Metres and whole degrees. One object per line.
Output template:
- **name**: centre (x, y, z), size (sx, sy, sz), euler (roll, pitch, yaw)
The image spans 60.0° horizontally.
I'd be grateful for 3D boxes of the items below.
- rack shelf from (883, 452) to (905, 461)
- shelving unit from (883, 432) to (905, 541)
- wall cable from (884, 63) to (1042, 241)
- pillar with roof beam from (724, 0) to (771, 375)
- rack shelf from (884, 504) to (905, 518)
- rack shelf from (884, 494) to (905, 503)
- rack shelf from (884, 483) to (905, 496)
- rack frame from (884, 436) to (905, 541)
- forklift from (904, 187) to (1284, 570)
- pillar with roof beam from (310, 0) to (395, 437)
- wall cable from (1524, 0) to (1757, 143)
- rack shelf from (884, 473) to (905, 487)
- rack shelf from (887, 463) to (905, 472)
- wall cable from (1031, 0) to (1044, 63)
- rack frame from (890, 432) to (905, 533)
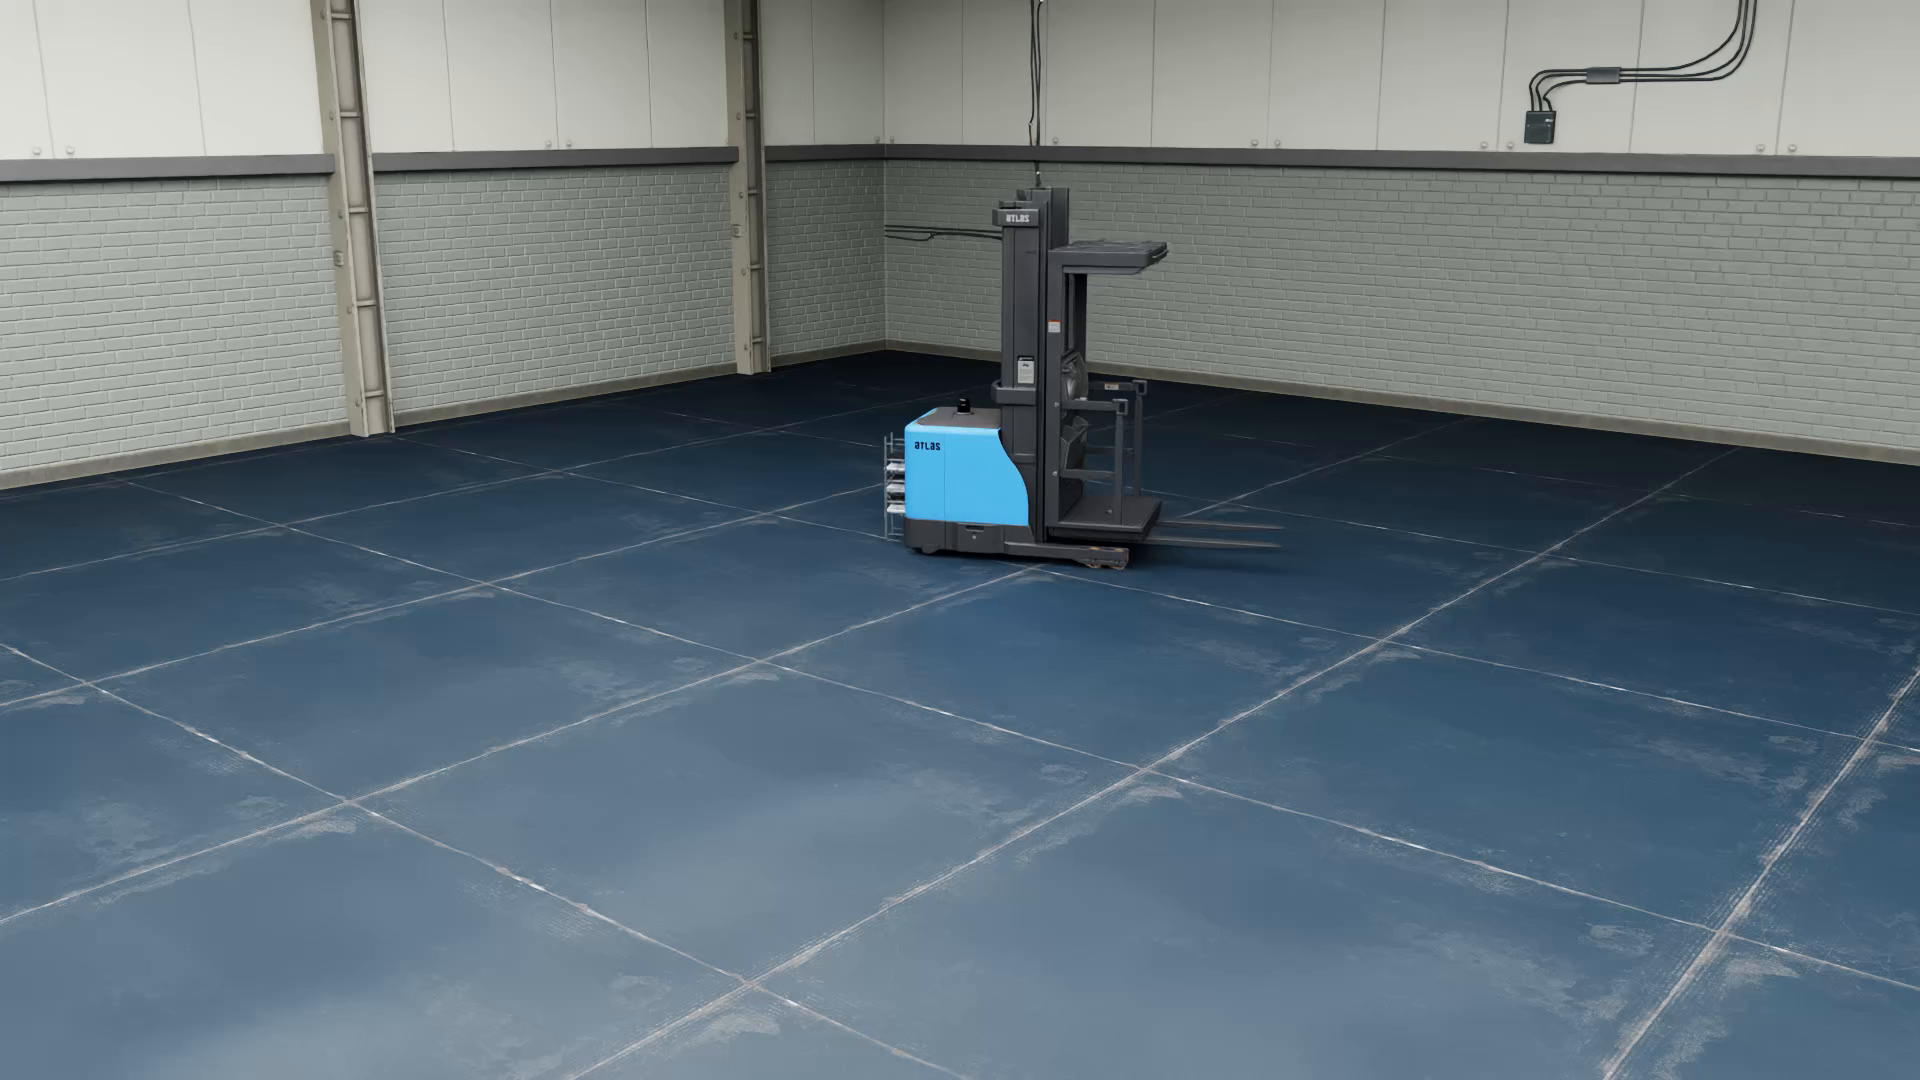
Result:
- **rack shelf**: centre (-0.494, -0.677, 13.998), size (0.258, 0.077, 0.200), euler (3, 15, 12)
- **shelving unit**: centre (-0.494, -0.447, 14.056), size (0.258, 0.900, 0.210), euler (3, 15, 12)
- **wall cable**: centre (-0.031, -5.583, 24.129), size (3.097, 2.526, 0.112), euler (11, 18, 38)
- **pillar with roof beam**: centre (0.437, -6.062, 19.709), size (9.100, 9.000, 0.400), euler (11, 18, 38)
- **rack shelf**: centre (-0.494, -0.241, 14.109), size (0.258, 0.077, 0.200), euler (3, 15, 12)
- **rack shelf**: centre (-0.494, -0.328, 14.087), size (0.258, 0.077, 0.200), euler (3, 15, 12)
- **rack shelf**: centre (-0.494, -0.415, 14.065), size (0.258, 0.077, 0.200), euler (3, 15, 12)
- **rack frame**: centre (-0.516, -0.423, 13.960), size (0.240, 0.900, 0.006), euler (3, 15, 12)
- **forklift**: centre (1.112, -1.328, 13.396), size (3.031, 2.935, 1.130), euler (4, 15, 14)
- **pillar with roof beam**: centre (-3.334, -4.913, 15.186), size (9.100, 9.000, 0.400), euler (11, 18, 38)
- **wall cable**: centre (7.343, -7.264, 17.533), size (2.305, 6.003, 0.169), euler (11, 18, 38)
- **rack shelf**: centre (-0.494, -0.502, 14.042), size (0.258, 0.077, 0.200), euler (3, 15, 12)
- **rack shelf**: centre (-0.494, -0.590, 14.020), size (0.258, 0.077, 0.200), euler (3, 15, 12)
- **wall cable**: centre (2.073, -7.612, 21.859), size (3.097, 2.526, 0.112), euler (11, 18, 38)
- **rack frame**: centre (-0.471, -0.472, 14.152), size (0.240, 0.900, 0.006), euler (3, 15, 12)
